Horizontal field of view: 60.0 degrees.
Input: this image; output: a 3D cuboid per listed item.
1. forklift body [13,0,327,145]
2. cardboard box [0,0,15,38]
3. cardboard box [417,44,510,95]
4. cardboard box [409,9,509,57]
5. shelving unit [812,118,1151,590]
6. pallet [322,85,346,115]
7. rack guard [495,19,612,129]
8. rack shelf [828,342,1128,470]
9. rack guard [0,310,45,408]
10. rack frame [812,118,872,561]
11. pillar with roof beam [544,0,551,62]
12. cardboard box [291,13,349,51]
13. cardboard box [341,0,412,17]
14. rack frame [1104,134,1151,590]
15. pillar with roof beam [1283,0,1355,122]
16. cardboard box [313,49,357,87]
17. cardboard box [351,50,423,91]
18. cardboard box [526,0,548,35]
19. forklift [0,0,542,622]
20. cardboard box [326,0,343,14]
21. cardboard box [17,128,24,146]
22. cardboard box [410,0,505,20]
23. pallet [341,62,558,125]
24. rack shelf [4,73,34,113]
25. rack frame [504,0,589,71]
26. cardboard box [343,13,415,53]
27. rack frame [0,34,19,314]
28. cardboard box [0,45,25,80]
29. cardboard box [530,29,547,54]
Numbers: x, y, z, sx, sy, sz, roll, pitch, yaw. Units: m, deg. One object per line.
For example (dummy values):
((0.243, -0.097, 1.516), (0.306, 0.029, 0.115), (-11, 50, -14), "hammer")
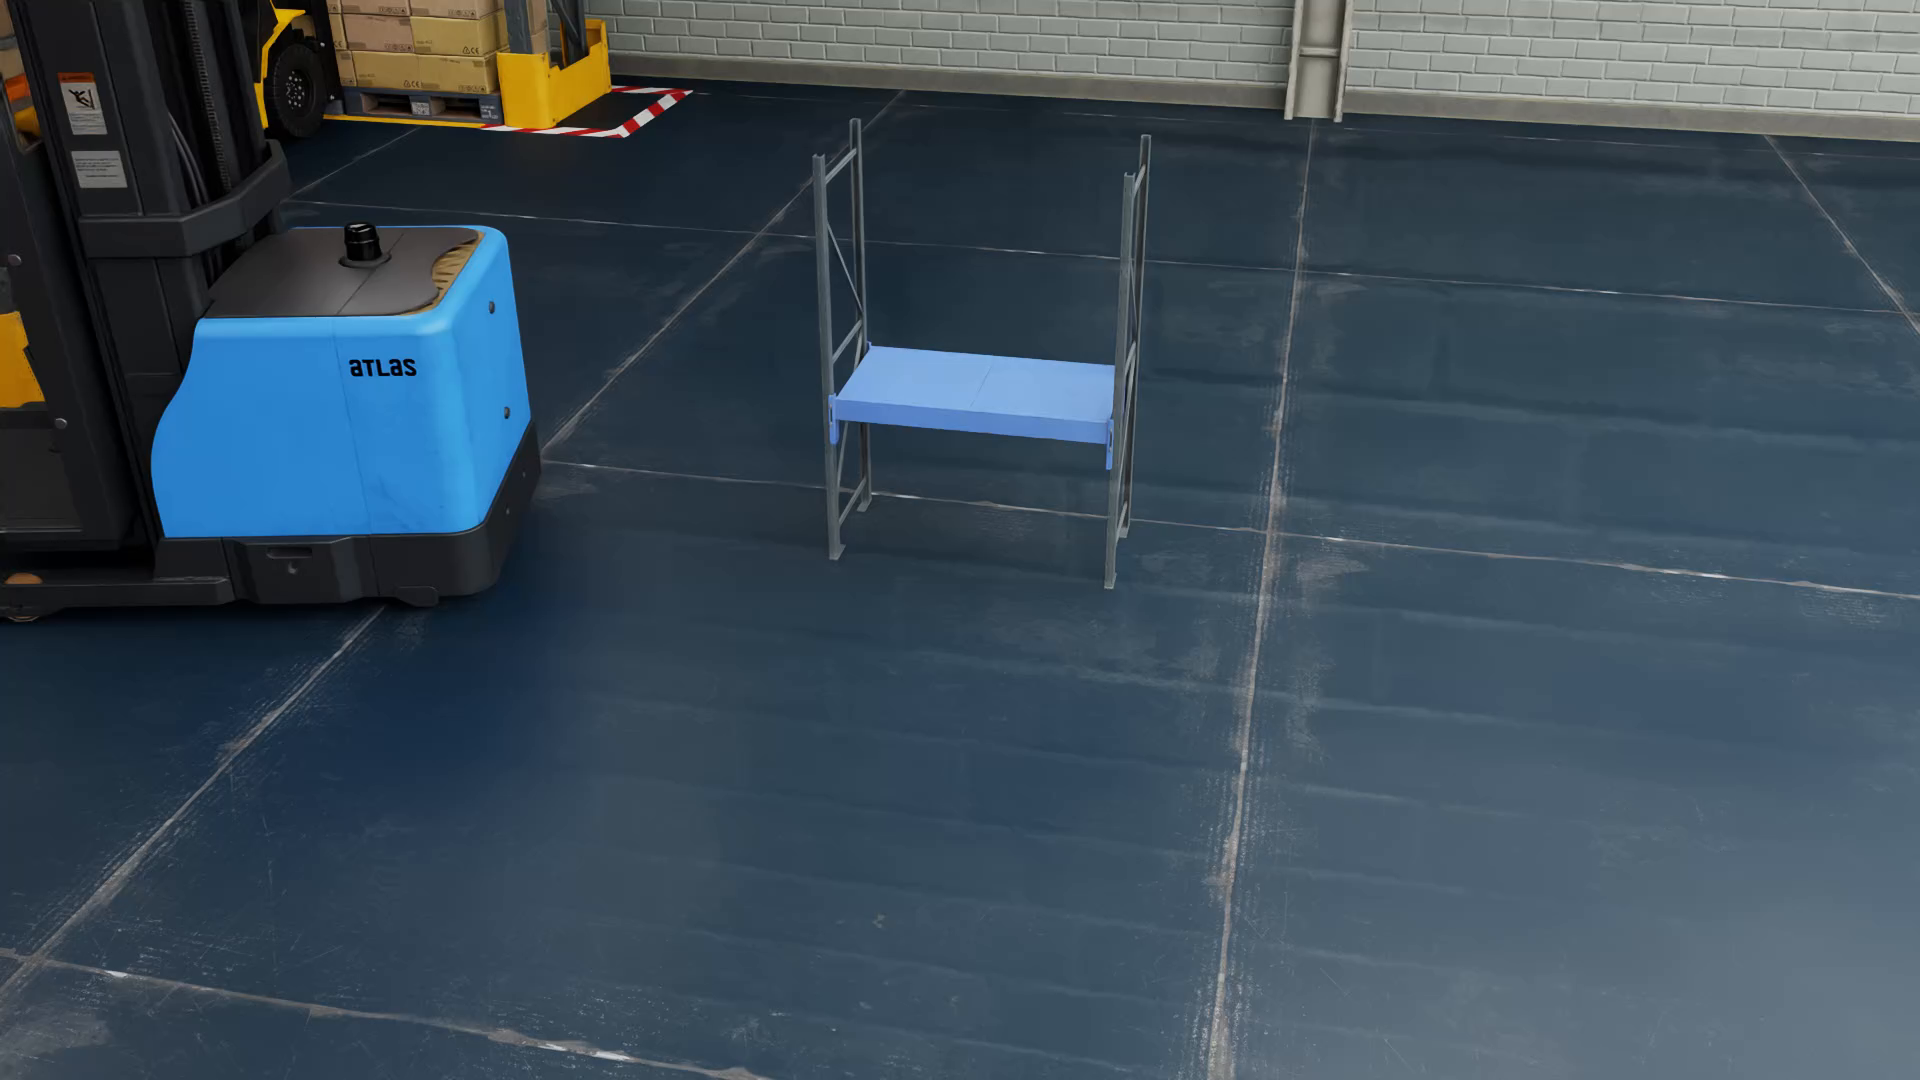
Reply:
((-5.122, -3.380, 10.183), (1.214, 2.155, 2.313), (6, 29, 11), "forklift body")
((-4.325, -2.439, 7.168), (0.500, 0.500, 0.500), (5, 29, 10), "cardboard box")
((-3.412, -3.295, 11.571), (0.500, 0.250, 0.500), (6, 29, 11), "cardboard box")
((-3.428, -3.518, 11.457), (0.500, 0.250, 0.500), (5, 29, 10), "cardboard box")
((0.083, -0.649, 5.874), (1.048, 1.500, 0.538), (6, 29, 11), "shelving unit")
((-4.833, -3.376, 12.196), (1.213, 0.211, 1.003), (6, 29, 11), "pallet")
((-2.863, -3.320, 11.793), (0.348, 0.500, 1.175), (6, 29, 11), "rack guard")
((0.083, -0.492, 5.961), (1.000, 0.185, 0.538), (6, 29, 11), "rack shelf")
((-3.994, -0.998, 7.553), (0.348, 0.500, 1.175), (6, 29, 11), "rack guard")
((-0.414, -0.700, 5.967), (0.032, 1.500, 0.500), (6, 29, 11), "rack frame")
((-4.278, -5.521, 6.964), (0.400, 9.000, 9.100), (6, 29, 11), "pillar with roof beam")
((-4.425, -3.615, 11.635), (0.500, 0.250, 0.500), (5, 29, 9), "cardboard box")
((-3.903, -3.783, 11.422), (0.500, 0.250, 0.500), (6, 29, 11), "cardboard box")
((0.581, -0.598, 5.781), (0.032, 1.500, 0.500), (6, 29, 11), "rack frame")
((1.589, -4.920, 5.865), (0.400, 9.000, 9.100), (6, 29, 11), "pillar with roof beam")
((-4.384, -3.404, 11.770), (0.500, 0.250, 0.500), (6, 29, 11), "cardboard box")
((-3.896, -3.350, 11.671), (0.500, 0.250, 0.500), (6, 29, 11), "cardboard box")
((-3.303, -3.761, 11.901), (0.500, 0.250, 0.500), (6, 29, 11), "cardboard box")
((-3.155, -1.259, 5.497), (3.031, 2.935, 1.130), (-1, 29, -2), "forklift")
((-4.398, -3.829, 11.506), (0.500, 0.250, 0.500), (6, 29, 11), "cardboard box")
((-4.674, -1.607, 7.707), (0.500, 0.500, 0.500), (5, 29, 9), "cardboard box")
((-3.402, -3.735, 11.333), (0.500, 0.250, 0.500), (7, 29, 12), "cardboard box")
((-3.643, -3.252, 11.971), (1.213, 0.211, 1.003), (6, 29, 11), "pallet")
((-5.875, -1.972, 7.477), (4.000, 0.370, 1.077), (6, 29, 11), "rack shelf")
((-2.887, -4.418, 11.197), (0.127, 3.000, 1.000), (6, 29, 11), "rack frame")
((-3.916, -3.573, 11.558), (0.500, 0.250, 0.500), (6, 29, 10), "cardboard box")
((-3.919, -2.087, 6.938), (0.127, 3.000, 1.000), (6, 29, 11), "rack frame")
((-4.208, -2.108, 7.239), (0.250, 0.149, 0.380), (6, 29, 11), "cardboard box")
((-3.326, -3.538, 12.014), (0.500, 0.250, 0.500), (6, 29, 11), "cardboard box")
